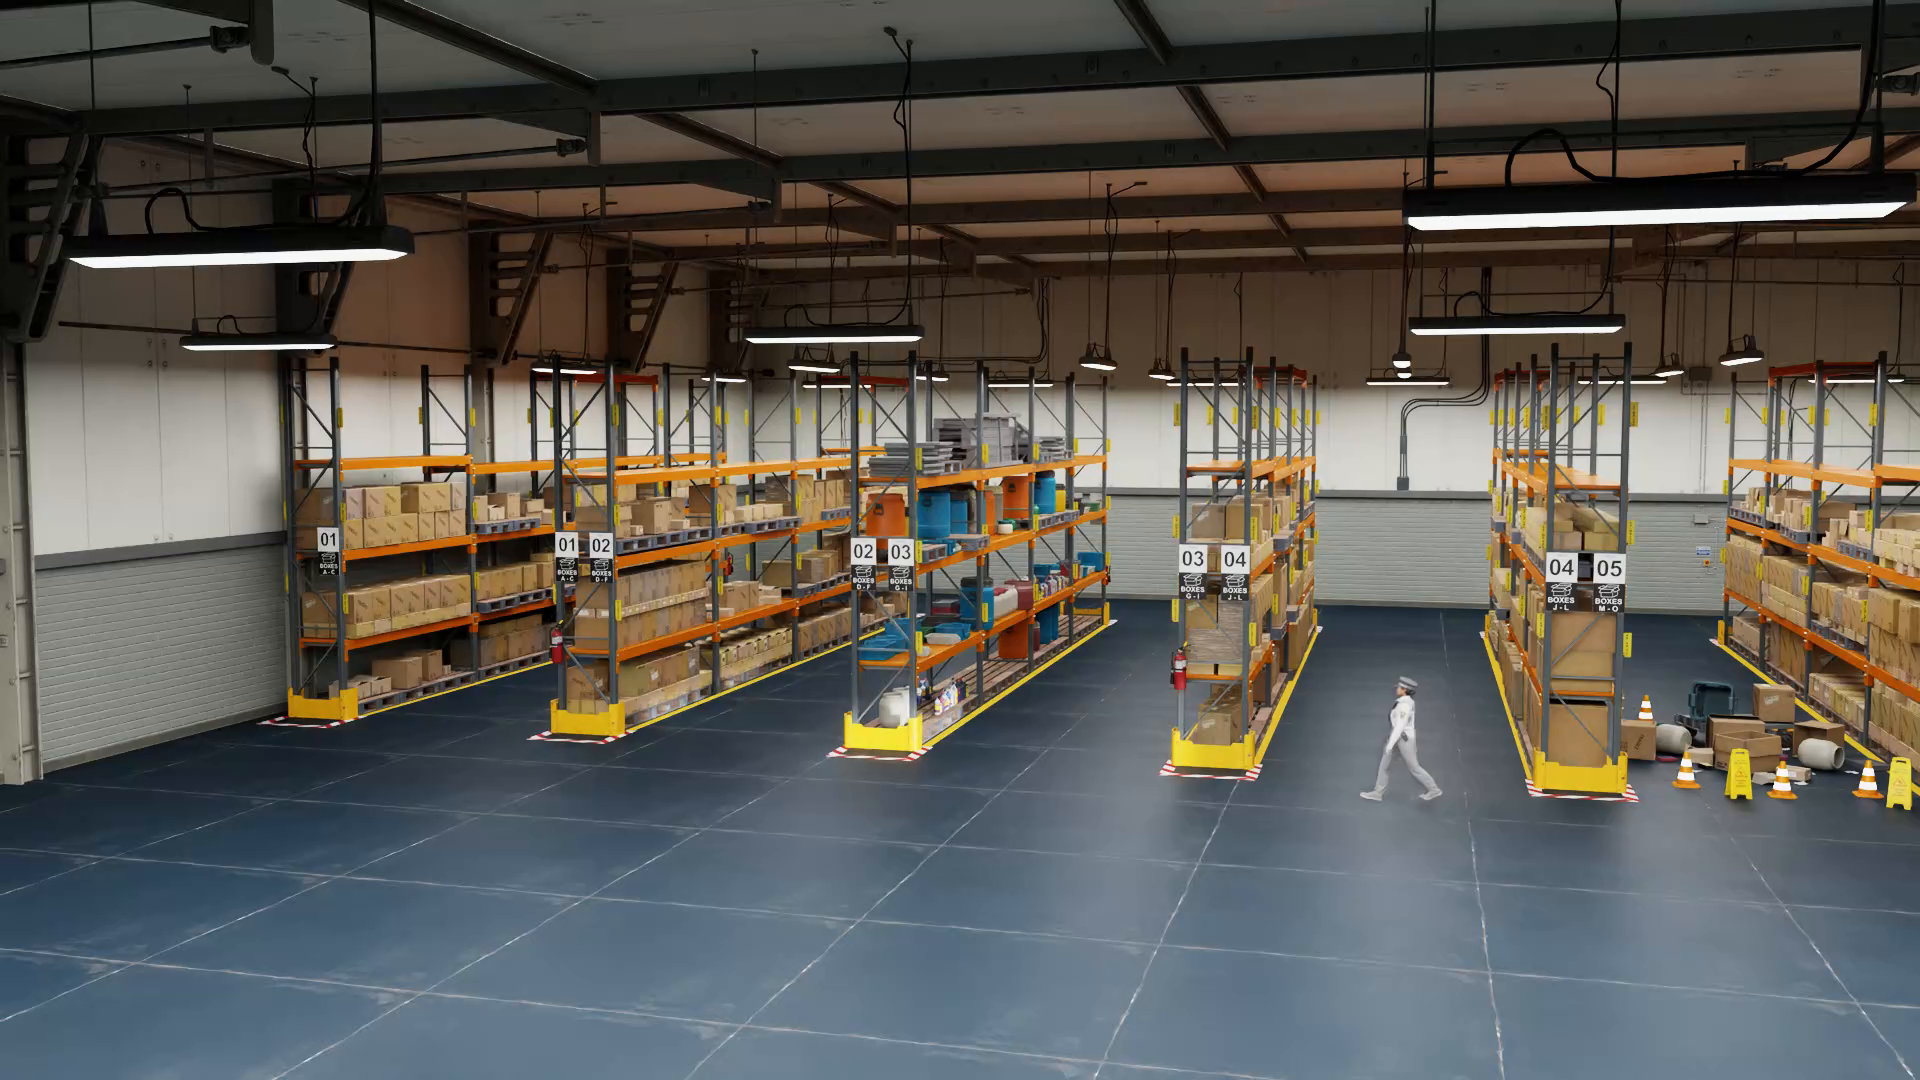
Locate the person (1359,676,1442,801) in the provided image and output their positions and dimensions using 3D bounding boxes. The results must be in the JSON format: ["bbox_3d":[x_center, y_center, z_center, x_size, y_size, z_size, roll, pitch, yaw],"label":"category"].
[{"bbox_3d":[5.732,2.584,21.576,0.980,1.635,0.464,0,4,-3],"label":"person"}]
